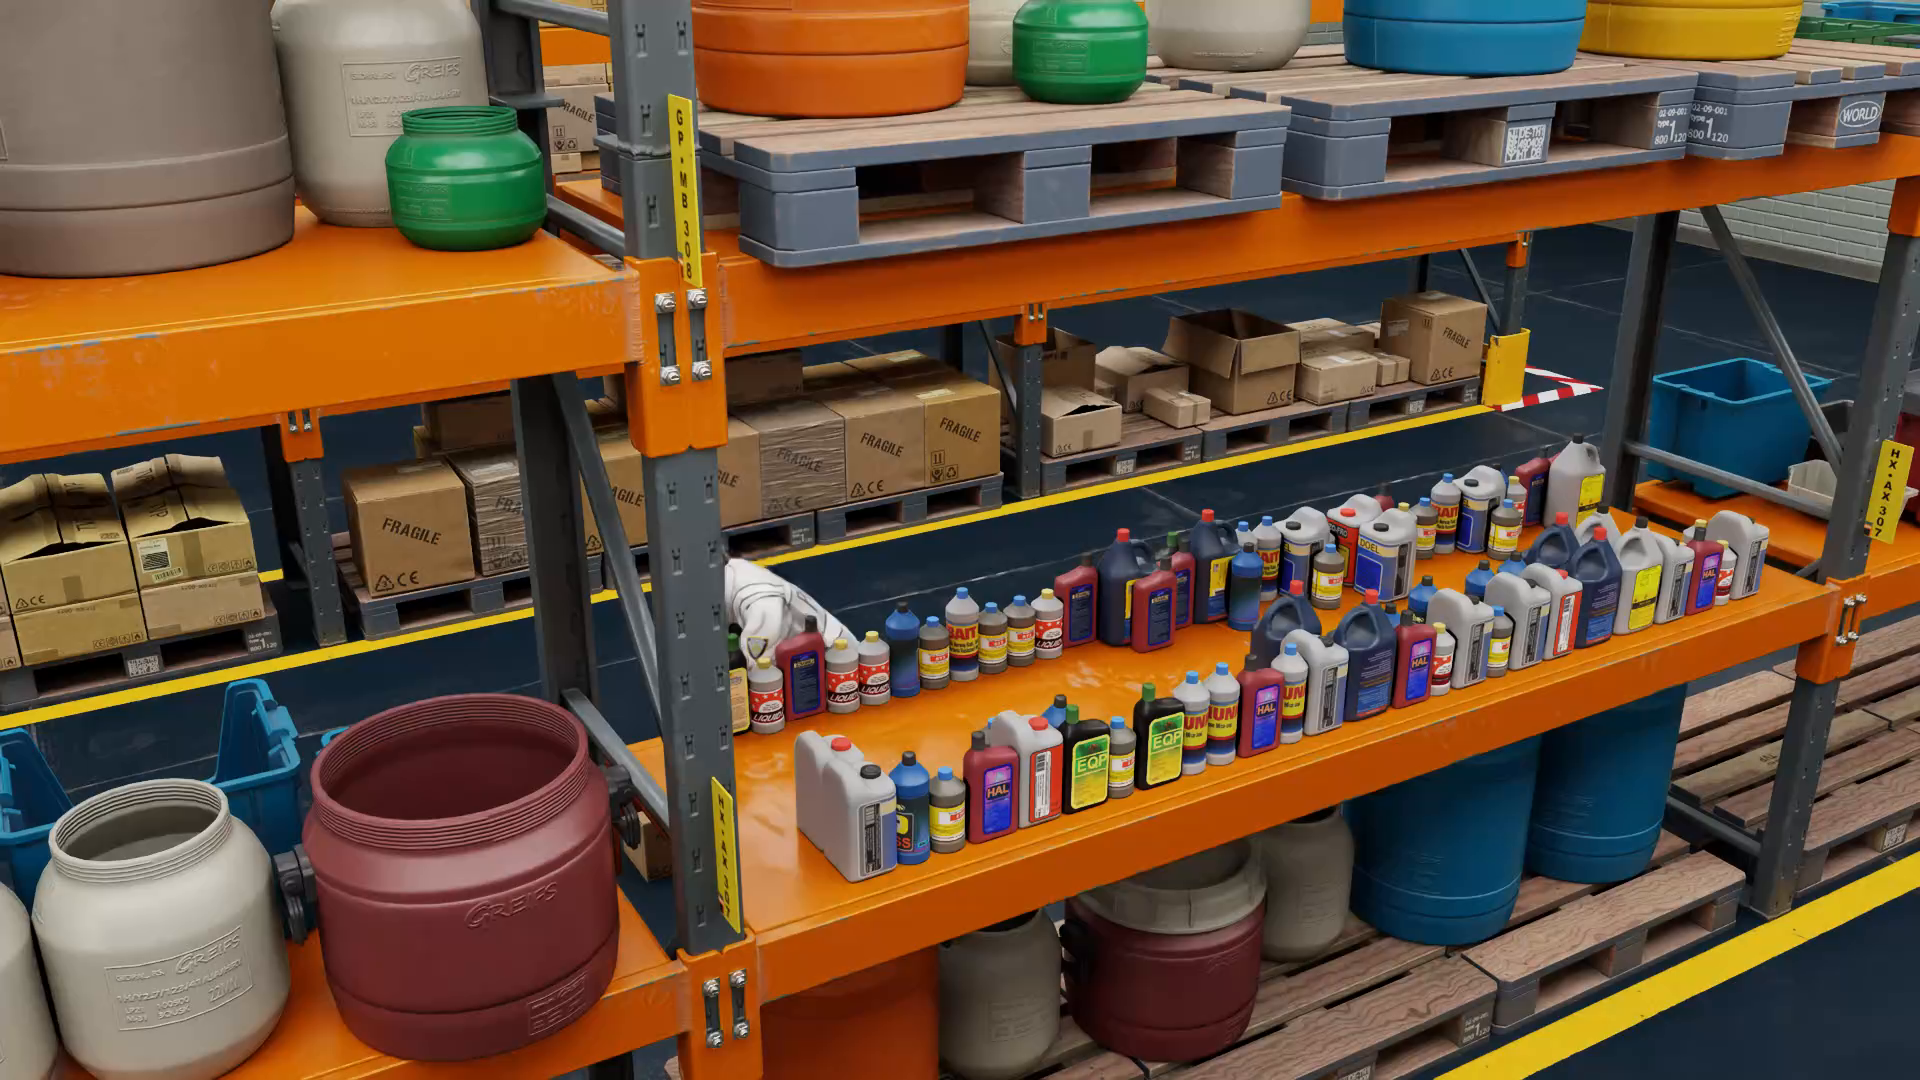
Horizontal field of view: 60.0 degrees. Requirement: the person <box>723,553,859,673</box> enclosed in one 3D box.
[{"bbox_3d":[-0.742,0.559,6.242,0.786,1.265,0.538,-12,25,-28],"label":"person"}]
